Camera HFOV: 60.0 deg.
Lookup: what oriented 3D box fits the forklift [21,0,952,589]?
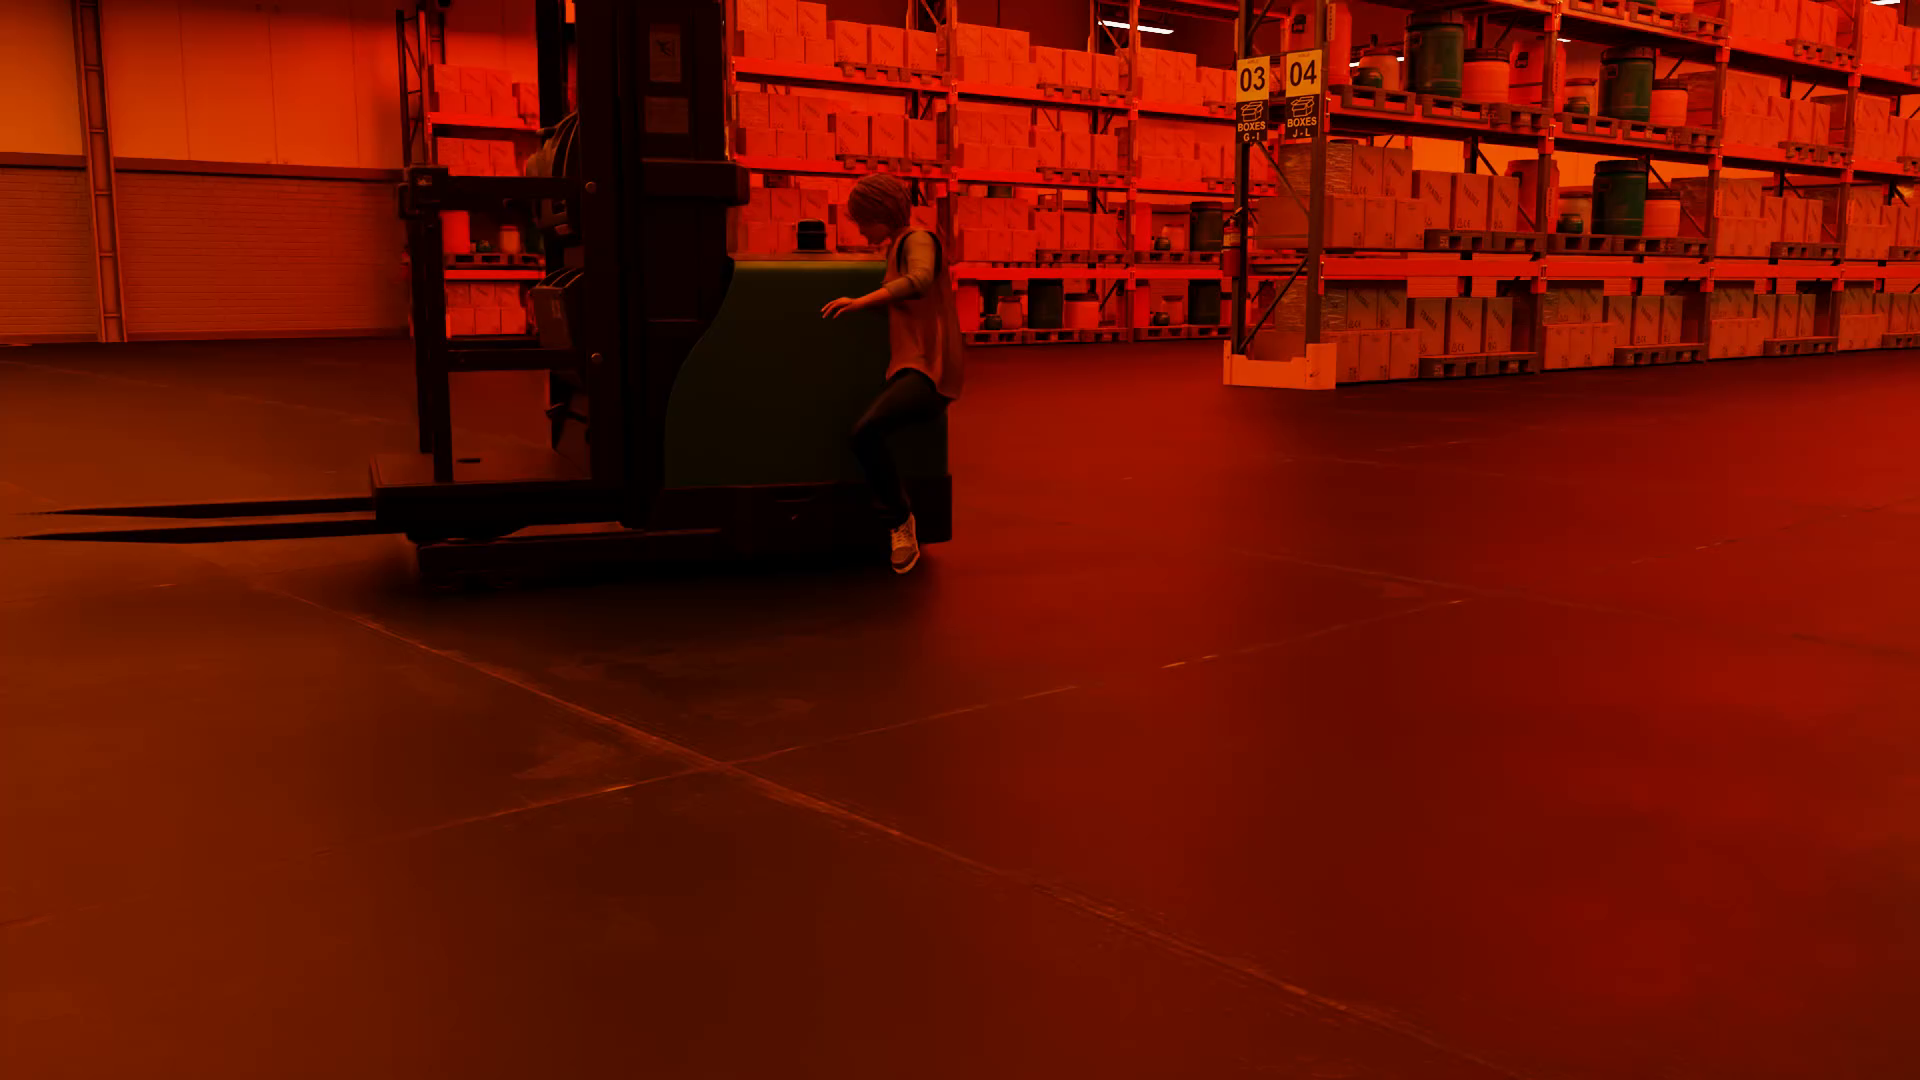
[{"bbox_3d":[-1.601,-1.366,5.783,3.031,2.935,1.130,-3,9,-20],"label":"forklift"}]

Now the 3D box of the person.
[{"bbox_3d":[-0.333,-0.851,5.750,0.658,0.802,0.706,-3,9,-17],"label":"person"}]
